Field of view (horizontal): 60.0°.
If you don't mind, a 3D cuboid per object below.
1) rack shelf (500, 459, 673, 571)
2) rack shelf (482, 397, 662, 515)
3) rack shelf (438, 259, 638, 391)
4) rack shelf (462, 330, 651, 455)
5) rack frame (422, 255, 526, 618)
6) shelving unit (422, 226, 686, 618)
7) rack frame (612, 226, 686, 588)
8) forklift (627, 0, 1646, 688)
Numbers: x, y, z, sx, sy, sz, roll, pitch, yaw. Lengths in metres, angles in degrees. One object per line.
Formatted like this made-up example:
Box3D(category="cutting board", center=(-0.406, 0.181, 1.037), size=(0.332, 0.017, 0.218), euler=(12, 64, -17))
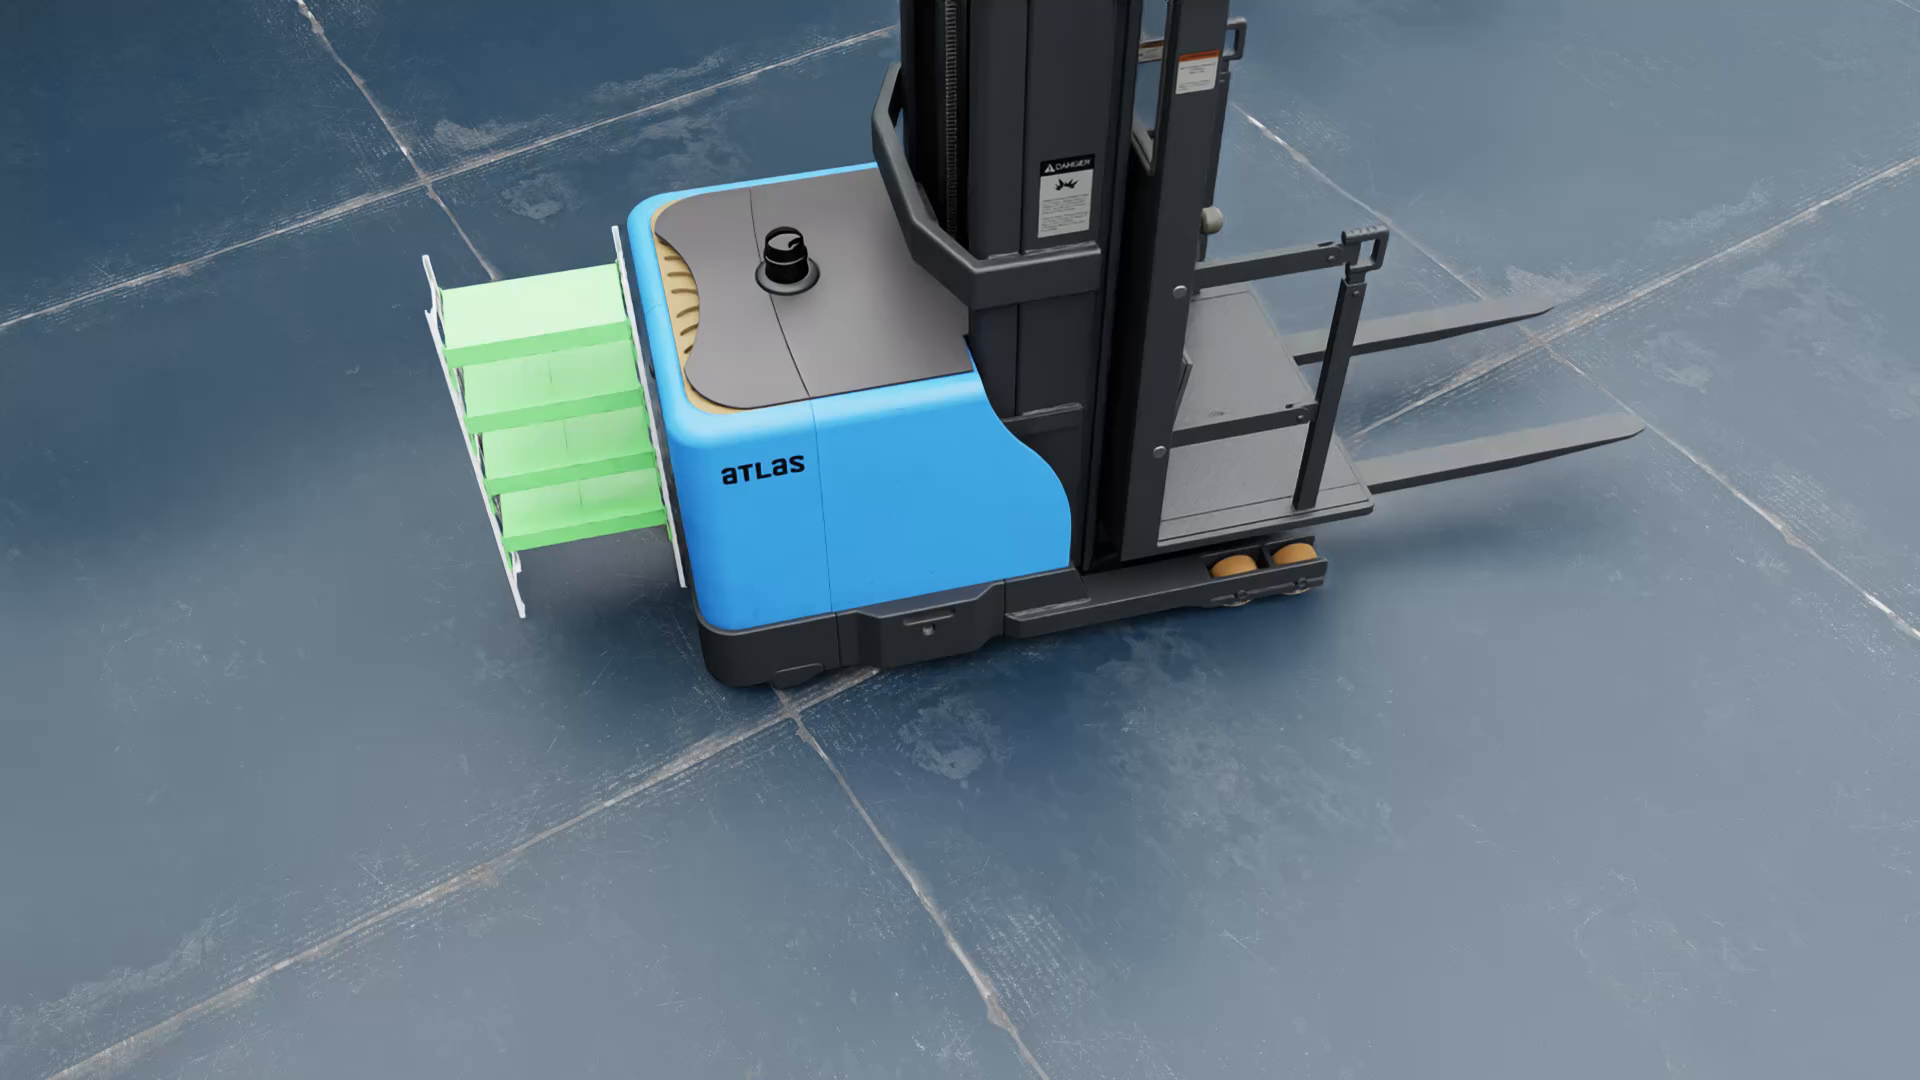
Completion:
Box3D(category="rack shelf", center=(-1.117, -0.093, 4.936), size=(0.480, 0.148, 0.258), euler=(-11, 49, -9))
Box3D(category="rack shelf", center=(-1.117, -0.252, 4.757), size=(0.480, 0.148, 0.258), euler=(-11, 49, -9))
Box3D(category="rack shelf", center=(-1.117, -0.571, 4.398), size=(0.480, 0.148, 0.258), euler=(-11, 49, -9))
Box3D(category="rack shelf", center=(-1.117, -0.412, 4.577), size=(0.480, 0.148, 0.258), euler=(-11, 49, -9))
Box3D(category="rack frame", center=(-1.353, -0.250, 4.669), size=(0.015, 1.200, 0.240), euler=(-11, 49, -9))
Box3D(category="shelving unit", center=(-1.117, -0.295, 4.709), size=(0.503, 1.200, 0.258), euler=(-11, 49, -9))
Box3D(category="rack frame", center=(-0.880, -0.339, 4.749), size=(0.015, 1.200, 0.240), euler=(-11, 49, -9))
Box3D(category="forklift", center=(0.626, -1.145, 4.307), size=(3.031, 2.935, 1.130), euler=(-11, 49, -9))
